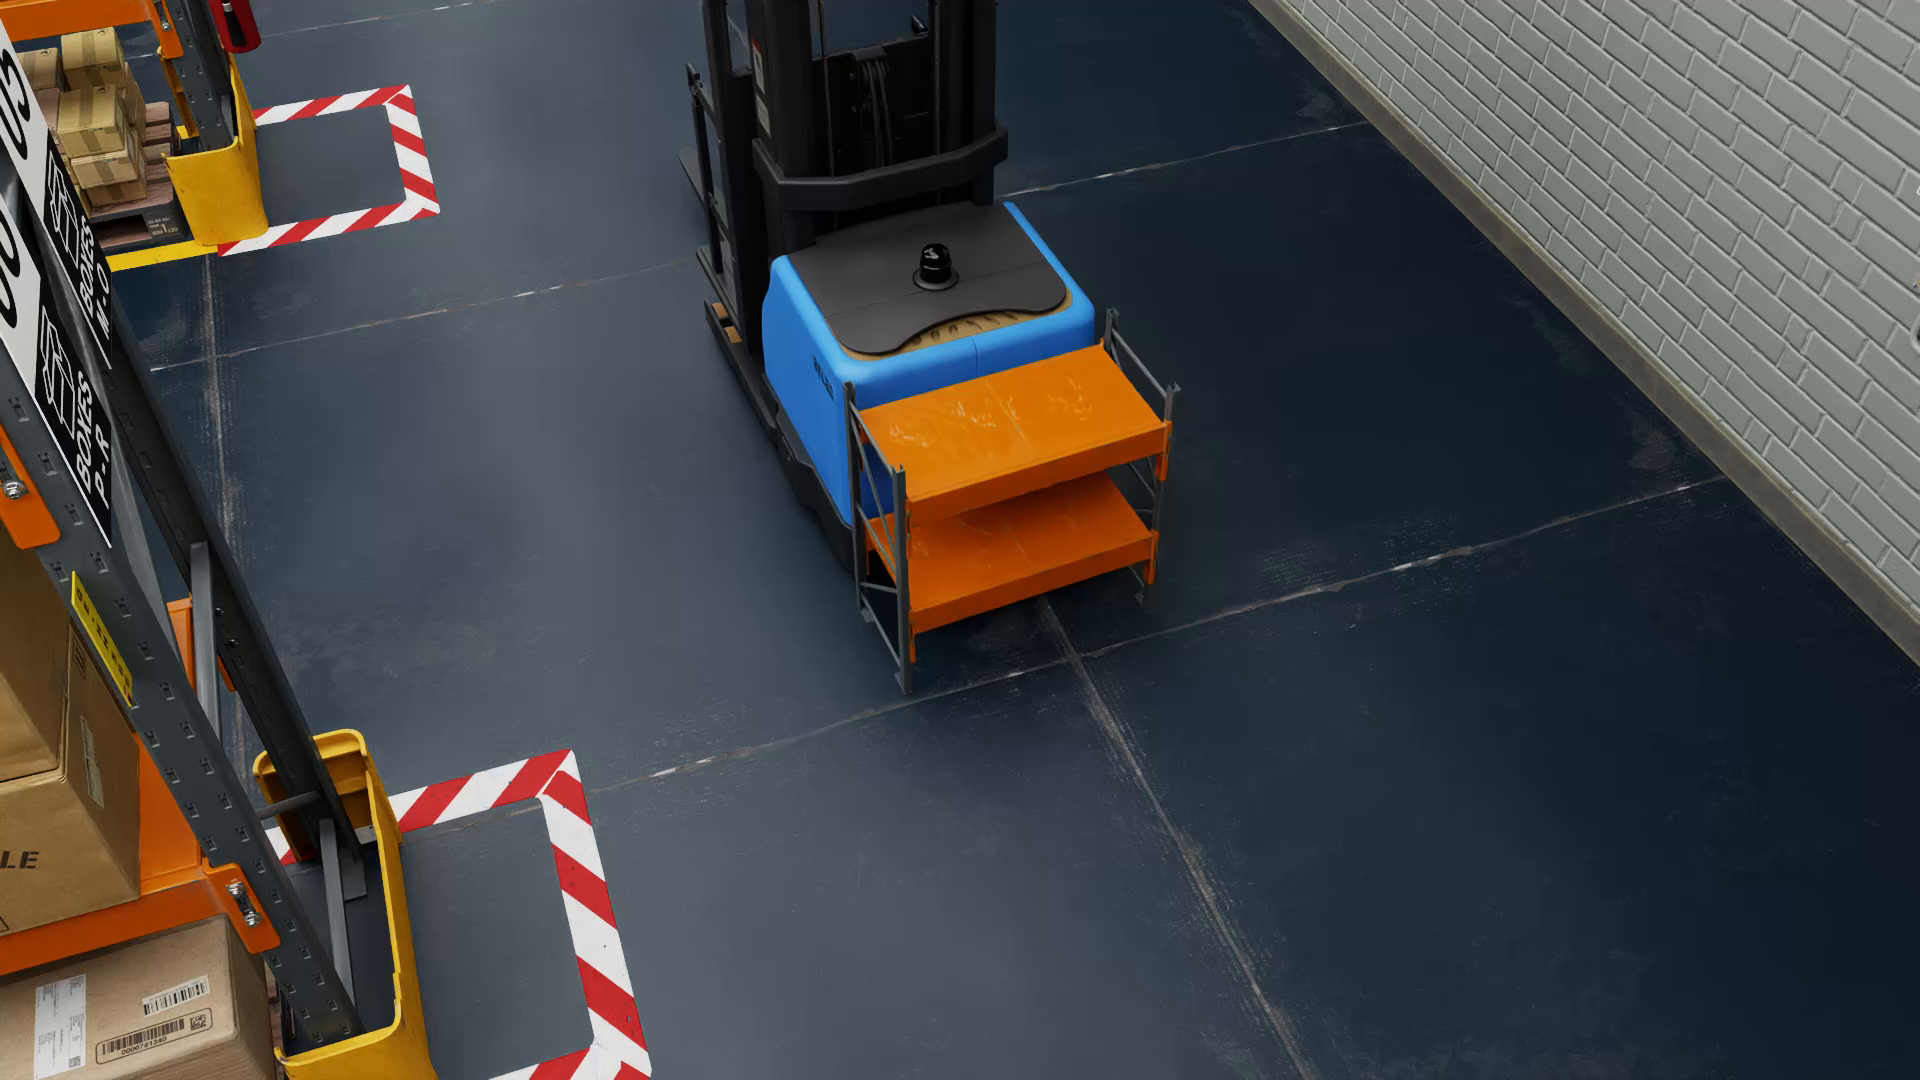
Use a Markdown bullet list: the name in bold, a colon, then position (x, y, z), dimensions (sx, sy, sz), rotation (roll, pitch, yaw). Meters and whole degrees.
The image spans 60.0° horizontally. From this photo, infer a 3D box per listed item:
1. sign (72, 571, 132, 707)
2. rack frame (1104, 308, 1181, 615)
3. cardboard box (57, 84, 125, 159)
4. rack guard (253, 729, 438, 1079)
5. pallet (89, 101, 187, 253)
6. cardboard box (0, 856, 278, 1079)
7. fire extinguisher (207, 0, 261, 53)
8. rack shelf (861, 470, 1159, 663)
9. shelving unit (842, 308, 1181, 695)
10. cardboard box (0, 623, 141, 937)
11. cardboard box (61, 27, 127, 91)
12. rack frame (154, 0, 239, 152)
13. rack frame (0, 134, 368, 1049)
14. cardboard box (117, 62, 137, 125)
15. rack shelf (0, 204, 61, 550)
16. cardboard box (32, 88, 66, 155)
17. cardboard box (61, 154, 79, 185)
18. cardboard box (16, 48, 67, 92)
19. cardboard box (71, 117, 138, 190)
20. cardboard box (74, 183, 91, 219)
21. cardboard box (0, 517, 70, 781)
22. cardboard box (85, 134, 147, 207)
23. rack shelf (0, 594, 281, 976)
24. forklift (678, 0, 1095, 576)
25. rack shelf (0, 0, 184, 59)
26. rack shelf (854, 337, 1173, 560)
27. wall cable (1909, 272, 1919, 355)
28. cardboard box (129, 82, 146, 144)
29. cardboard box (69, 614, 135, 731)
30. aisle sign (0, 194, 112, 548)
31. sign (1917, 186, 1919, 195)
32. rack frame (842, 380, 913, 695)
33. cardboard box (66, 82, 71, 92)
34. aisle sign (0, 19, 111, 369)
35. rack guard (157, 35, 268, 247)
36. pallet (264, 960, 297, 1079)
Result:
- **sign**: position (-1.774, 0.207, 3.441), dimensions (0.005, 0.325, 0.100), rotation (-14, 47, -14)
- **rack frame**: position (0.642, -0.274, 6.229), dimensions (0.032, 1.125, 0.500), rotation (-17, 48, -16)
- **cardboard box**: position (-4.132, -1.995, 7.917), dimensions (0.250, 0.149, 0.380), rotation (-14, 47, -13)
- **rack guard**: position (-1.922, 1.211, 5.190), dimensions (0.348, 0.500, 1.175), rotation (-14, 47, -14)
- **pallet**: position (-4.568, -1.765, 8.360), dimensions (1.213, 0.211, 1.003), rotation (-14, 47, -14)
- **cardboard box**: position (-2.532, 1.316, 4.833), dimensions (0.875, 0.438, 0.875), rotation (-16, 47, -15)
- **fire extinguisher**: position (-3.327, -2.533, 7.475), dimensions (0.183, 0.674, 0.296), rotation (-14, 47, -14)
- **rack shelf**: position (0.176, 0.043, 6.259), dimensions (1.000, 0.278, 0.538), rotation (-17, 48, -16)
- **shelving unit**: position (0.176, -0.130, 6.085), dimensions (1.048, 1.125, 0.538), rotation (-17, 48, -16)
- **cardboard box**: position (-2.309, 0.591, 3.972), dimensions (0.500, 0.500, 0.500), rotation (-14, 47, -14)
- **cardboard box**: position (-4.329, -2.391, 8.312), dimensions (0.250, 0.149, 0.380), rotation (-16, 47, -16)
- **rack frame**: position (-3.721, -2.939, 7.562), dimensions (0.127, 3.000, 1.000), rotation (-14, 47, -14)
- **rack frame**: position (-1.945, 0.334, 4.299), dimensions (0.127, 3.000, 1.000), rotation (-14, 47, -14)
- **cardboard box**: position (-4.301, -2.231, 8.362), dimensions (0.250, 0.149, 0.380), rotation (-13, 46, -12)
- **rack shelf**: position (-3.826, 0.010, 3.012), dimensions (4.000, 0.370, 1.077), rotation (-14, 47, -14)
- **cardboard box**: position (-4.388, -1.973, 7.895), dimensions (0.250, 0.149, 0.380), rotation (-13, 47, -13)
- **cardboard box**: position (-4.384, -1.842, 7.974), dimensions (0.250, 0.149, 0.380), rotation (-15, 47, -15)
- **cardboard box**: position (-4.547, -2.245, 8.166), dimensions (0.250, 0.149, 0.380), rotation (-14, 47, -13)
- **cardboard box**: position (-4.120, -1.869, 8.001), dimensions (0.250, 0.149, 0.380), rotation (-16, 47, -15)
- **cardboard box**: position (-4.352, -1.686, 8.029), dimensions (0.250, 0.149, 0.380), rotation (-13, 47, -13)
- **cardboard box**: position (-2.317, 0.221, 3.636), dimensions (0.500, 0.500, 0.500), rotation (-13, 47, -13)
- **cardboard box**: position (-4.145, -1.815, 8.158), dimensions (0.250, 0.149, 0.380), rotation (-14, 47, -13)
- **rack shelf**: position (-3.826, 1.069, 4.074), dimensions (4.000, 0.370, 1.077), rotation (-14, 47, -14)
- **forklift**: position (-0.524, -1.952, 6.626), dimensions (1.130, 2.935, 3.031), rotation (-17, 47, -16)
- **rack shelf**: position (-5.602, -2.204, 7.337), dimensions (4.000, 0.370, 1.077), rotation (-14, 47, -14)
- **rack shelf**: position (0.176, -0.337, 5.878), dimensions (1.000, 0.278, 0.538), rotation (-17, 48, -16)
- **wall cable**: position (3.351, -1.407, 5.295), dimensions (0.123, 1.953, 0.585), rotation (-14, 47, -14)
- **cardboard box**: position (-4.322, -2.168, 8.509), dimensions (0.250, 0.149, 0.380), rotation (-13, 47, -13)
- **cardboard box**: position (-2.494, 0.223, 4.339), dimensions (0.500, 0.500, 0.500), rotation (-15, 47, -14)
- **aisle sign**: position (-1.772, -0.394, 3.190), dimensions (0.004, 0.787, 0.394), rotation (-14, 47, -14)
- **sign**: position (3.392, -1.179, 5.617), dimensions (0.001, 0.218, 0.327), rotation (-14, 47, -14)
- **rack frame**: position (-0.290, 0.014, 5.942), dimensions (0.032, 1.125, 0.500), rotation (-17, 48, -16)
- **cardboard box**: position (-4.577, -2.203, 8.334), dimensions (0.250, 0.149, 0.380), rotation (-15, 47, -14)
- **aisle sign**: position (-1.976, -0.794, 3.588), dimensions (0.004, 0.787, 0.394), rotation (-14, 47, -14)
- **rack guard**: position (-3.792, -2.038, 8.429), dimensions (0.348, 0.500, 1.175), rotation (-14, 47, -14)
- **pallet**: position (-2.670, 1.563, 5.043), dimensions (1.213, 0.211, 1.003), rotation (-14, 47, -14)
